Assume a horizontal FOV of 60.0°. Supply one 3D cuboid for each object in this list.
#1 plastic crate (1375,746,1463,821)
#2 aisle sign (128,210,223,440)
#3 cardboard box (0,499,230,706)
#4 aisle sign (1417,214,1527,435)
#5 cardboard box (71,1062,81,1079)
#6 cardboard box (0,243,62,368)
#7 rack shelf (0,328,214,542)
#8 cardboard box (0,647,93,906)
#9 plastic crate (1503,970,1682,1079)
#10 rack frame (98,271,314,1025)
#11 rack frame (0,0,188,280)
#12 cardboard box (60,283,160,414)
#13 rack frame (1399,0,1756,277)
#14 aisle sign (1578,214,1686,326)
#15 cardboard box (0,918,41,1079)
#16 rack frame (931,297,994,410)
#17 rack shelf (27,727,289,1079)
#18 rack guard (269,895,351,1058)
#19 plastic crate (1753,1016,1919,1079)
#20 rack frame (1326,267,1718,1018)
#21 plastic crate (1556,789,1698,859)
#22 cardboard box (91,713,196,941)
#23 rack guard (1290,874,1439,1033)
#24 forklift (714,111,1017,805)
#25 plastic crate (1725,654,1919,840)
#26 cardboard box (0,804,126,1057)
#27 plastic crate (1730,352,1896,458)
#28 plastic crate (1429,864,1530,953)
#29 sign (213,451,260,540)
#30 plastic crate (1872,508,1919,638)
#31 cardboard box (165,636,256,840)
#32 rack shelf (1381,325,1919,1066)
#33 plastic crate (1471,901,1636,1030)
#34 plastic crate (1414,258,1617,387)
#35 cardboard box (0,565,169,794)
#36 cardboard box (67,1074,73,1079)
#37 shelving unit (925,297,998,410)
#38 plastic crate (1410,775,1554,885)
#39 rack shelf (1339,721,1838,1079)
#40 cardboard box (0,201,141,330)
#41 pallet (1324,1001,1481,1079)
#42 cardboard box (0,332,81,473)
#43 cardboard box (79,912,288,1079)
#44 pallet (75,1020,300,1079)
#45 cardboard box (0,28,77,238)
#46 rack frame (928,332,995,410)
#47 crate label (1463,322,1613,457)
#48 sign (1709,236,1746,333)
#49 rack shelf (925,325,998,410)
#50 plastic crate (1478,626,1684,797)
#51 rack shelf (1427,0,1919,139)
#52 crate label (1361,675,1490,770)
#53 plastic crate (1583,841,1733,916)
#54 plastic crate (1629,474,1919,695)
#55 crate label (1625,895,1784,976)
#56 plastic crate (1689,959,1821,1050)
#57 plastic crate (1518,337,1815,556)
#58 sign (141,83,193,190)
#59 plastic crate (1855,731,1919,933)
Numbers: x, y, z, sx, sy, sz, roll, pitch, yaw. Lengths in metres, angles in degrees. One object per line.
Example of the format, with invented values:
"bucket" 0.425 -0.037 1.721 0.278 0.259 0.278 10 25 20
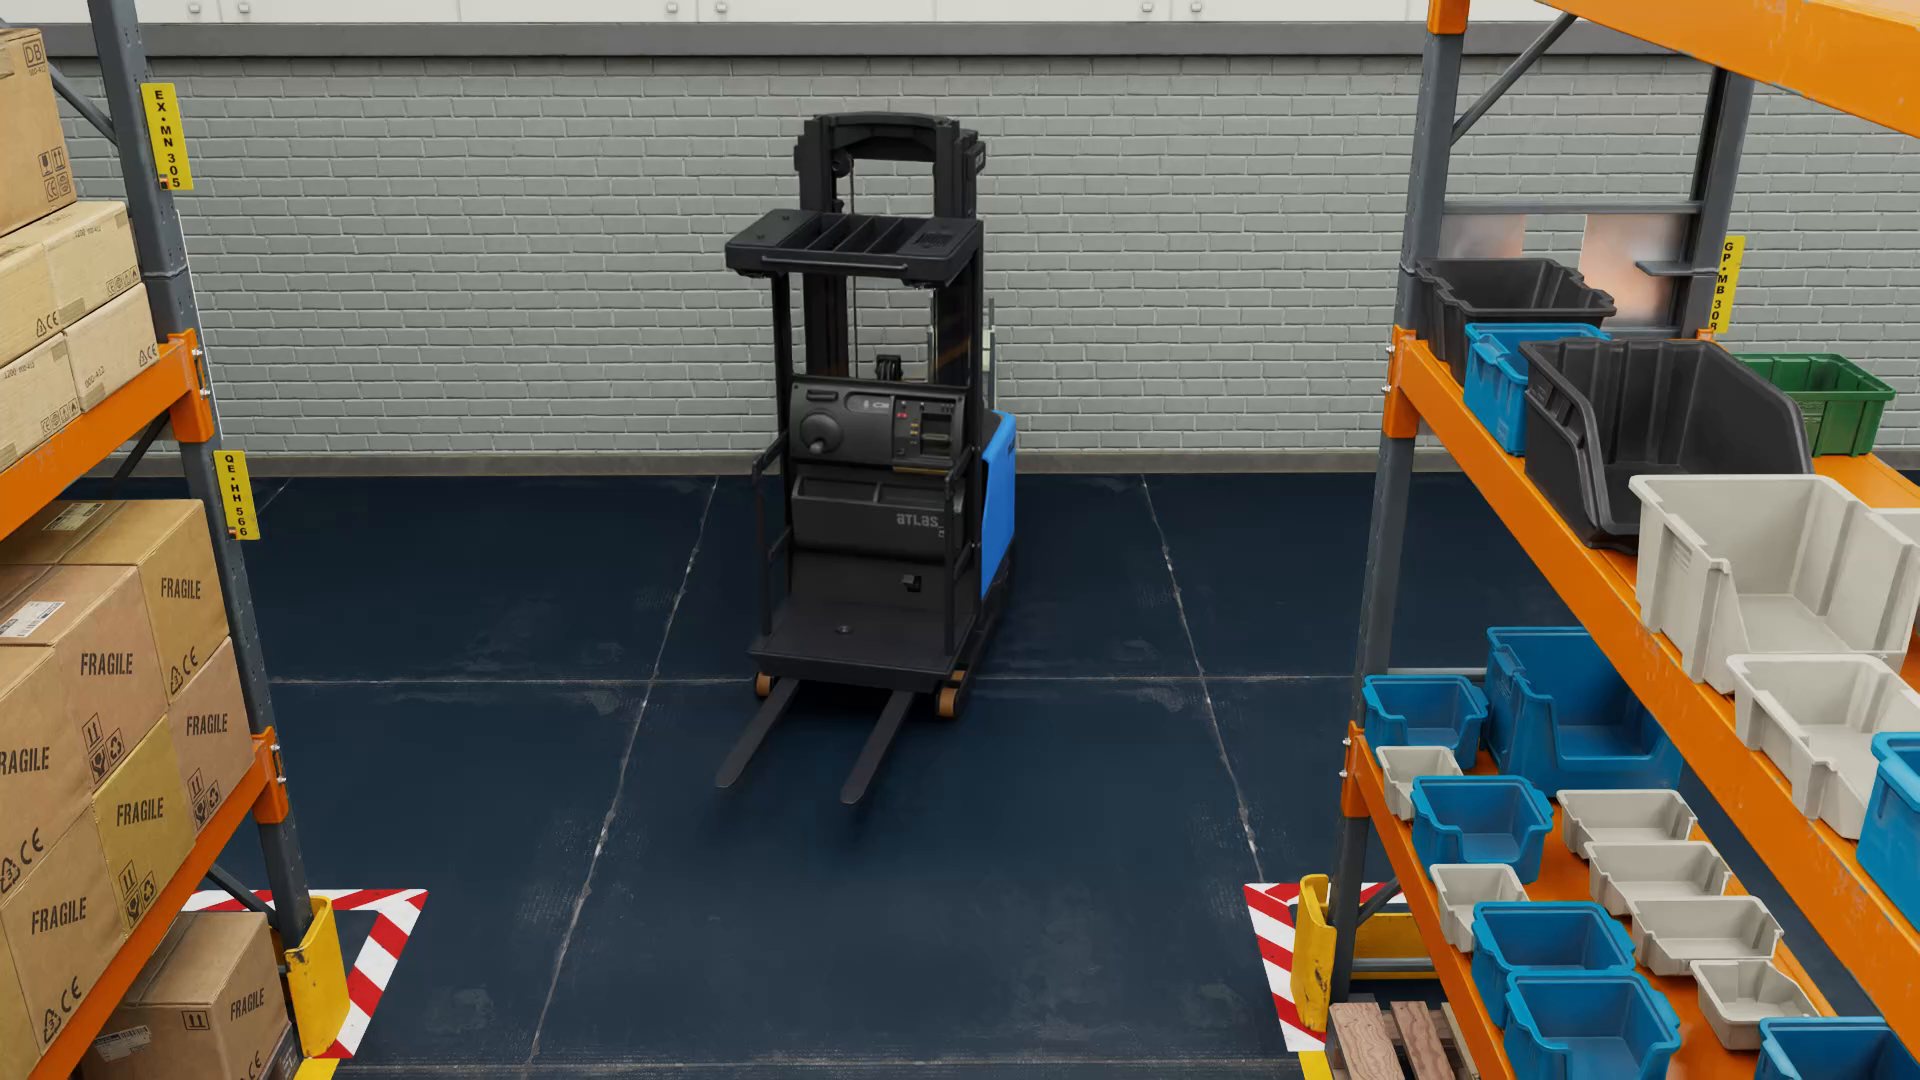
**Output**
"plastic crate" 1.533 0.823 5.537 0.250 0.136 0.298 0 24 -1
"aisle sign" -2.708 -0.699 5.500 0.394 0.787 0.004 0 24 -1
"cardboard box" -2.734 0.196 5.341 0.500 0.500 0.500 0 24 -1
"aisle sign" 1.641 -0.718 5.544 0.394 0.787 0.004 0 24 -1
"cardboard box" -3.350 1.883 5.851 0.380 0.166 0.250 0 24 -1
"cardboard box" -2.748 -0.594 4.360 0.500 0.250 0.500 0 24 -1
"rack shelf" -2.992 0.300 3.679 1.077 0.370 4.000 0 24 -1
"cardboard box" -2.717 0.618 4.409 0.500 0.500 0.500 0 24 1
"plastic crate" 1.630 1.313 4.338 0.416 0.233 0.300 0 24 -1
"rack frame" -3.014 0.515 5.971 1.000 3.000 0.127 0 24 -1
"rack frame" -3.014 -2.218 4.735 1.000 3.000 0.127 0 24 -1
"cardboard box" -2.745 -0.573 4.918 0.500 0.250 0.500 0 24 -1
"rack frame" 1.939 -2.239 4.780 1.000 3.000 0.127 0 24 -1
"aisle sign" 2.231 -0.721 5.549 0.394 0.787 0.004 0 24 -1
"cardboard box" -2.722 1.280 4.159 0.500 0.500 0.500 -1 24 -1
"rack frame" 0.017 -0.843 10.795 0.400 1.500 0.023 0 24 1
"rack shelf" -2.992 1.667 4.297 1.077 0.370 4.000 0 24 -1
"rack guard" -3.013 1.685 6.417 1.175 0.500 0.348 0 24 -1
"plastic crate" 2.218 1.388 4.170 0.416 0.233 0.300 0 24 -1
"rack frame" 1.939 0.494 6.017 1.000 3.000 0.127 0 24 -1
"plastic crate" 2.129 0.922 5.318 0.396 0.136 0.243 0 24 -1
"cardboard box" -2.728 0.867 5.072 0.500 0.500 0.500 0 24 0
"rack guard" 1.926 1.624 6.554 1.175 0.500 0.348 0 24 -1
"forklift" -0.478 -0.572 8.457 1.130 2.935 3.031 5 25 11
"plastic crate" 1.588 0.374 2.964 0.293 0.136 0.466 0 24 -1
"cardboard box" -2.728 1.072 4.618 0.500 0.500 0.500 0 24 0
"plastic crate" 2.236 -0.371 4.546 0.450 0.188 0.336 0 24 -1
"plastic crate" 1.541 1.103 4.919 0.250 0.136 0.298 0 24 -1
"sign" -2.459 -0.151 5.654 0.100 0.325 0.005 0 24 -1
"plastic crate" 2.210 0.098 3.573 0.437 0.136 0.530 0 24 -1
"cardboard box" -2.737 0.653 5.545 0.500 0.500 0.500 0 24 1
"rack shelf" 1.961 0.280 3.725 1.077 0.370 4.000 0 24 -1
"plastic crate" 1.627 1.189 4.611 0.416 0.233 0.300 0 24 -1
"plastic crate" 1.665 -0.653 5.072 0.497 0.269 0.590 0 24 -1
"cardboard box" -2.728 0.404 4.881 0.500 0.500 0.500 0 24 1
"cardboard box" -3.286 1.999 5.493 0.500 0.250 0.500 0 24 -1
"shelving unit" 0.013 -0.693 10.461 0.431 1.500 0.755 0 24 1
"plastic crate" 1.620 0.918 5.211 0.416 0.233 0.300 0 24 -1
"rack shelf" 1.961 1.646 4.343 1.077 0.370 4.000 0 24 -1
"cardboard box" -2.753 -0.800 4.815 0.500 0.250 0.500 0 24 -1
"pallet" 1.909 2.105 5.840 1.003 0.211 1.213 0 24 -1
"cardboard box" -2.750 -0.367 4.463 0.500 0.250 0.500 0 24 -1
"cardboard box" -2.762 1.677 5.902 0.500 0.500 0.500 0 24 -1
"pallet" -3.003 2.146 5.750 1.003 0.211 1.213 0 24 -1
"cardboard box" -2.992 -1.141 4.658 0.700 0.500 0.500 0 24 -1
"rack frame" 0.009 -0.542 10.128 0.400 1.500 0.023 0 24 1
"crate label" 1.626 -0.423 4.585 0.408 0.251 0.502 0 24 -1
"sign" 2.489 -0.834 5.440 0.100 0.325 0.005 0 24 -1
"rack shelf" 0.013 -1.048 10.301 0.431 0.370 0.720 0 24 1
"plastic crate" 2.130 0.588 5.694 0.616 0.435 0.499 0 24 -1
"rack shelf" 1.961 -0.905 3.189 1.077 0.370 4.000 0 24 -1
"crate label" 1.613 0.647 5.811 0.416 0.233 0.303 0 24 -1
"plastic crate" 2.118 1.042 5.053 0.396 0.136 0.243 0 24 -1
"plastic crate" 1.655 0.096 3.401 0.437 0.282 0.530 0 24 -1
"crate label" 2.145 1.157 4.800 0.396 0.136 0.243 0 24 -1
"plastic crate" 2.167 1.279 4.530 0.298 0.136 0.250 0 24 -1
"plastic crate" 1.681 -0.213 4.017 0.504 0.338 0.767 0 24 -1
"sign" -2.459 -1.249 5.158 0.100 0.325 0.005 0 24 -1
"plastic crate" 1.654 0.479 2.615 0.416 0.233 0.300 0 24 -1
